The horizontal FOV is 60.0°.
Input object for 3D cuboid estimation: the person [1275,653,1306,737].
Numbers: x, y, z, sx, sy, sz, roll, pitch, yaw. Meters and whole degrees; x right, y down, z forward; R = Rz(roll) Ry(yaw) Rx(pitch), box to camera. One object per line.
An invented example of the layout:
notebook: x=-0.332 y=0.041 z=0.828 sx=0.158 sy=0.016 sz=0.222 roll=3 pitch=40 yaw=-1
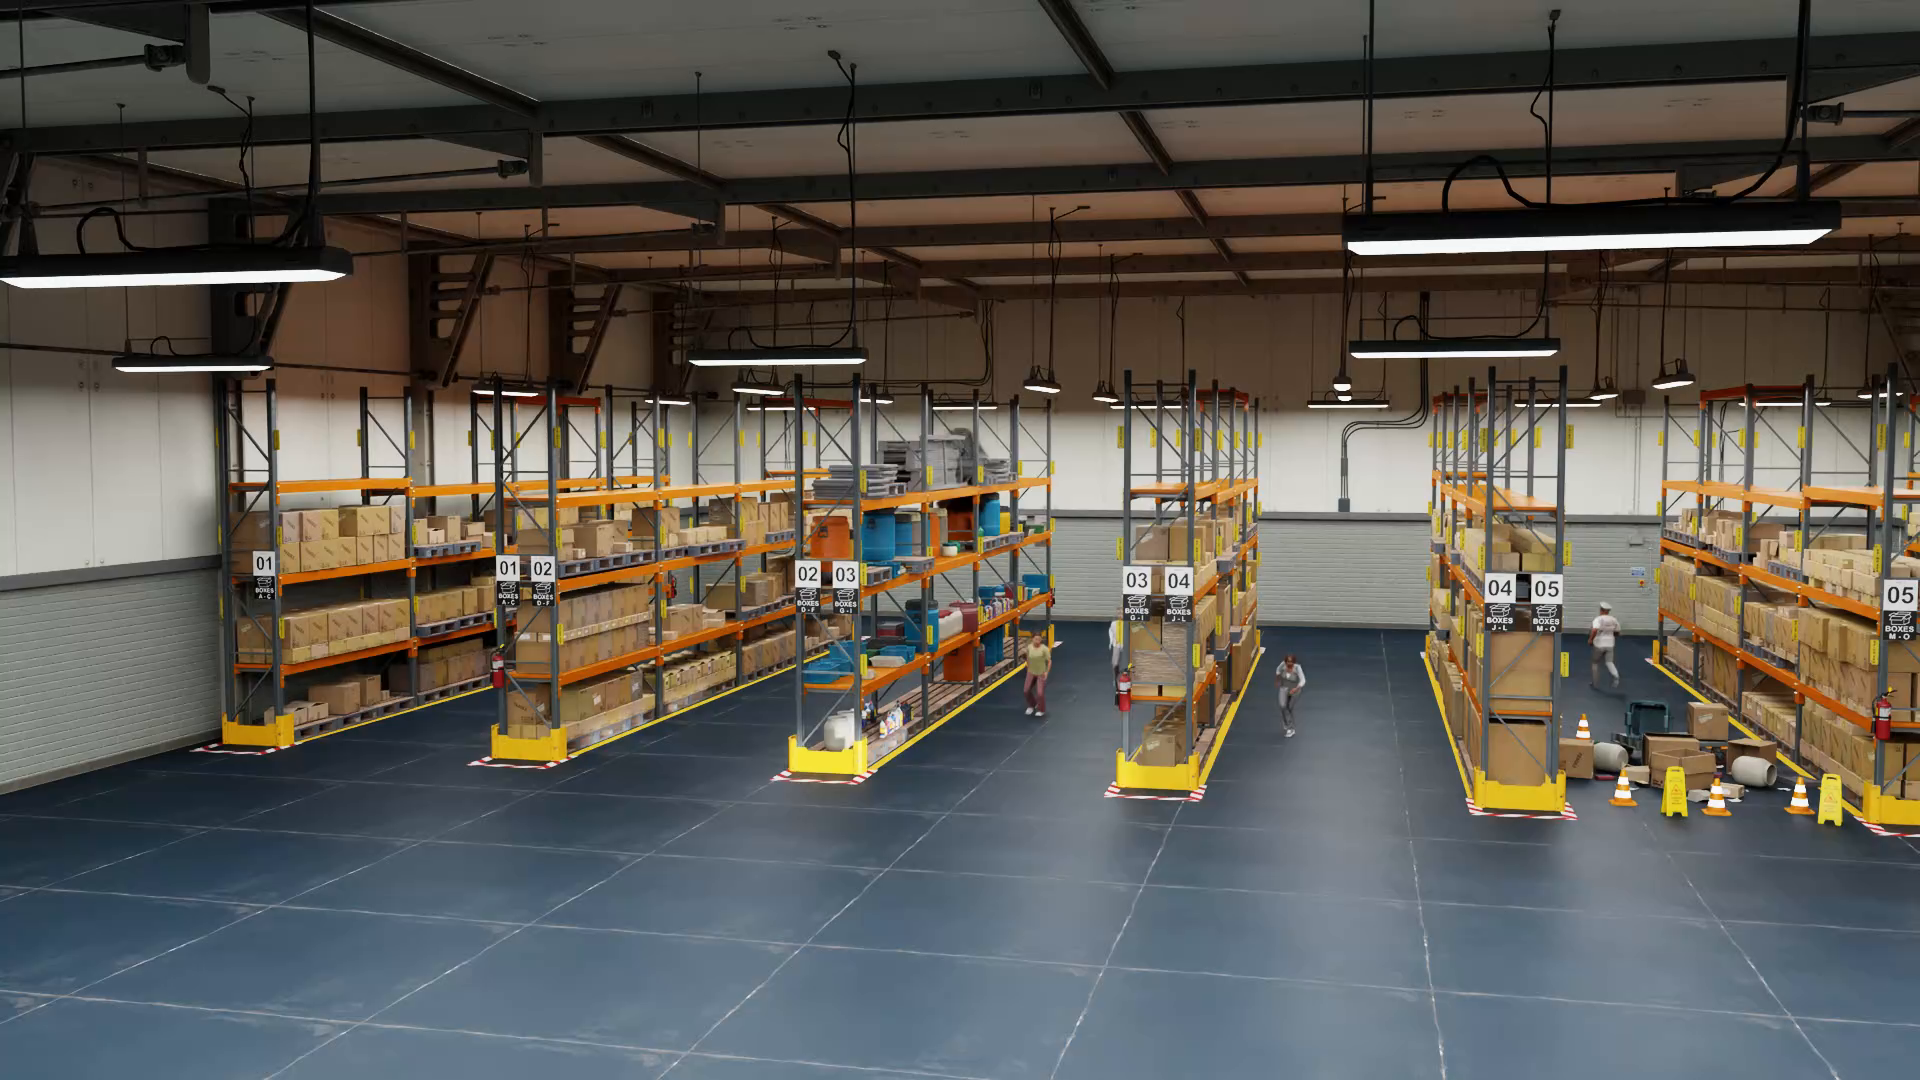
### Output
person: x=5.604 y=2.575 z=28.198 sx=0.530 sy=1.414 sz=0.983 roll=1 pitch=4 yaw=15

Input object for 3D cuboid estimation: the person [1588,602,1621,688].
person: x=12.896 y=2.115 z=33.300 sx=0.659 sy=1.750 sz=0.926 roll=0 pitch=3 yaw=-2

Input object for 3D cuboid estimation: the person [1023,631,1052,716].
person: x=1.406 y=2.402 z=29.872 sx=0.545 sy=1.579 sz=0.620 roll=1 pitch=4 yaw=19

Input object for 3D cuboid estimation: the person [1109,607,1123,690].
person: x=3.230 y=2.162 z=33.211 sx=0.582 sy=1.679 sz=0.656 roll=1 pitch=4 yaw=14
